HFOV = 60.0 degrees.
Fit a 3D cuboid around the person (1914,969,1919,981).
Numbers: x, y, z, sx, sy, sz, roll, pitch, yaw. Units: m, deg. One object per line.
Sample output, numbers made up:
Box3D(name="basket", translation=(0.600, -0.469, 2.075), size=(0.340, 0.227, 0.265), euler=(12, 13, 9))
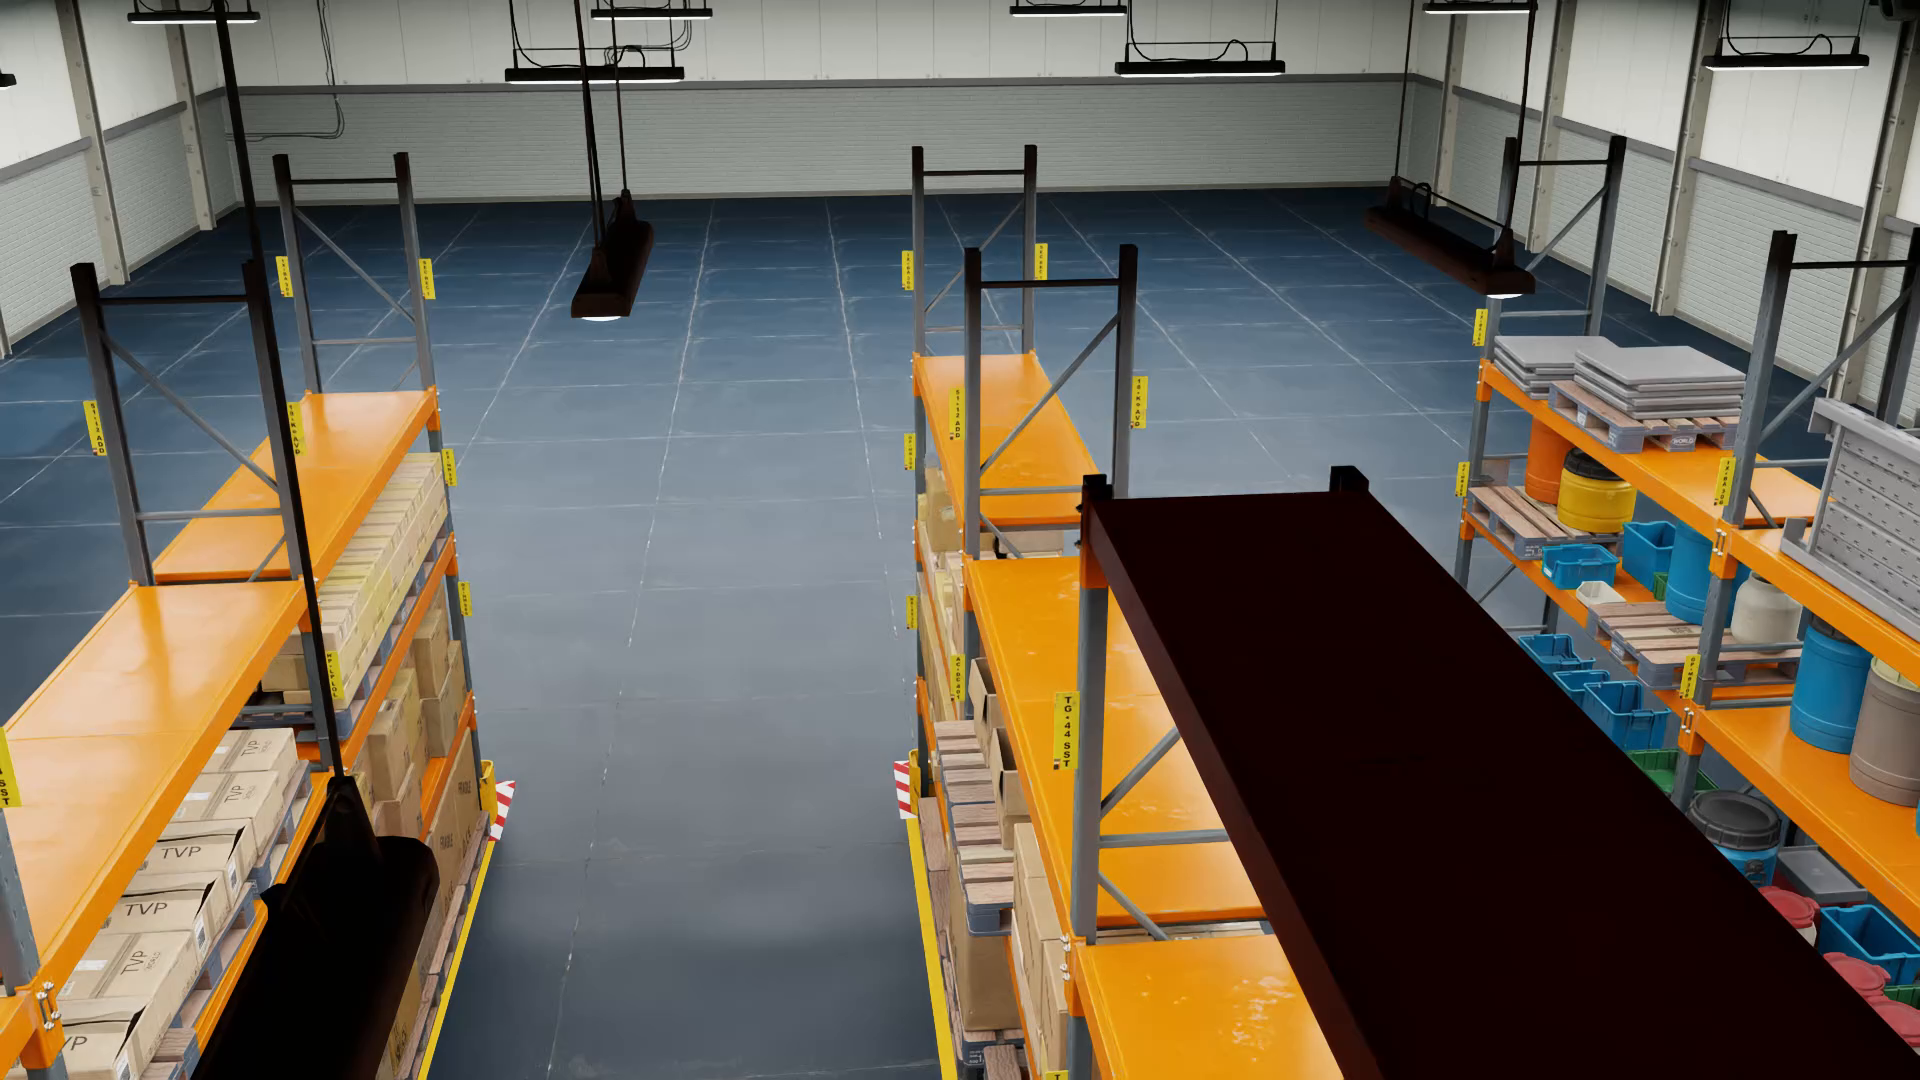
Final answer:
Box3D(name="person", translation=(6.949, 3.098, 11.599), size=(0.541, 1.593, 1.033), euler=(-3, 22, -7))
